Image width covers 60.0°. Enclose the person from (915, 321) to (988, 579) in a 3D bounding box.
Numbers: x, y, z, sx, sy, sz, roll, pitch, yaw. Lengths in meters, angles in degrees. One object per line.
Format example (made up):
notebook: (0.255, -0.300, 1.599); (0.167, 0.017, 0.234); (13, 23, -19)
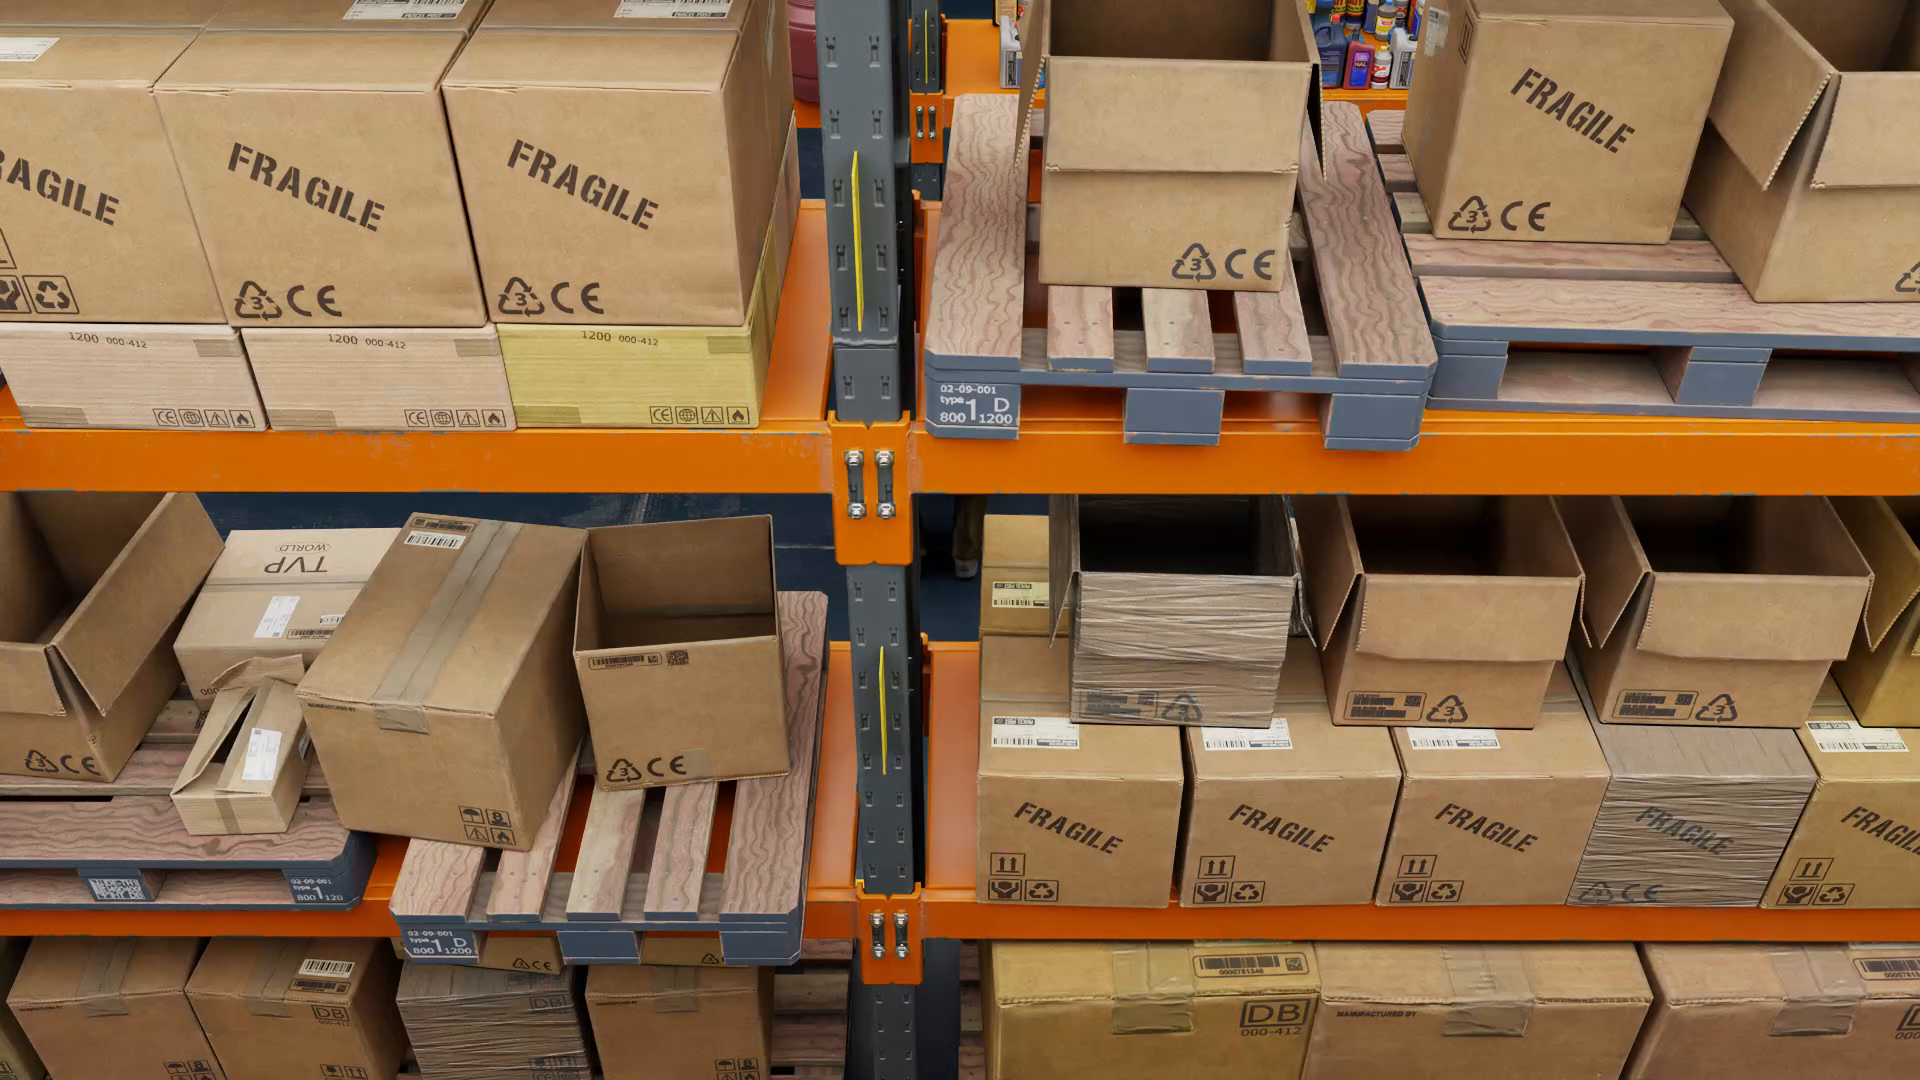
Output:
person: (-0.104, -0.448, 7.296); (0.592, 1.048, 0.942); (-2, 39, -2)
